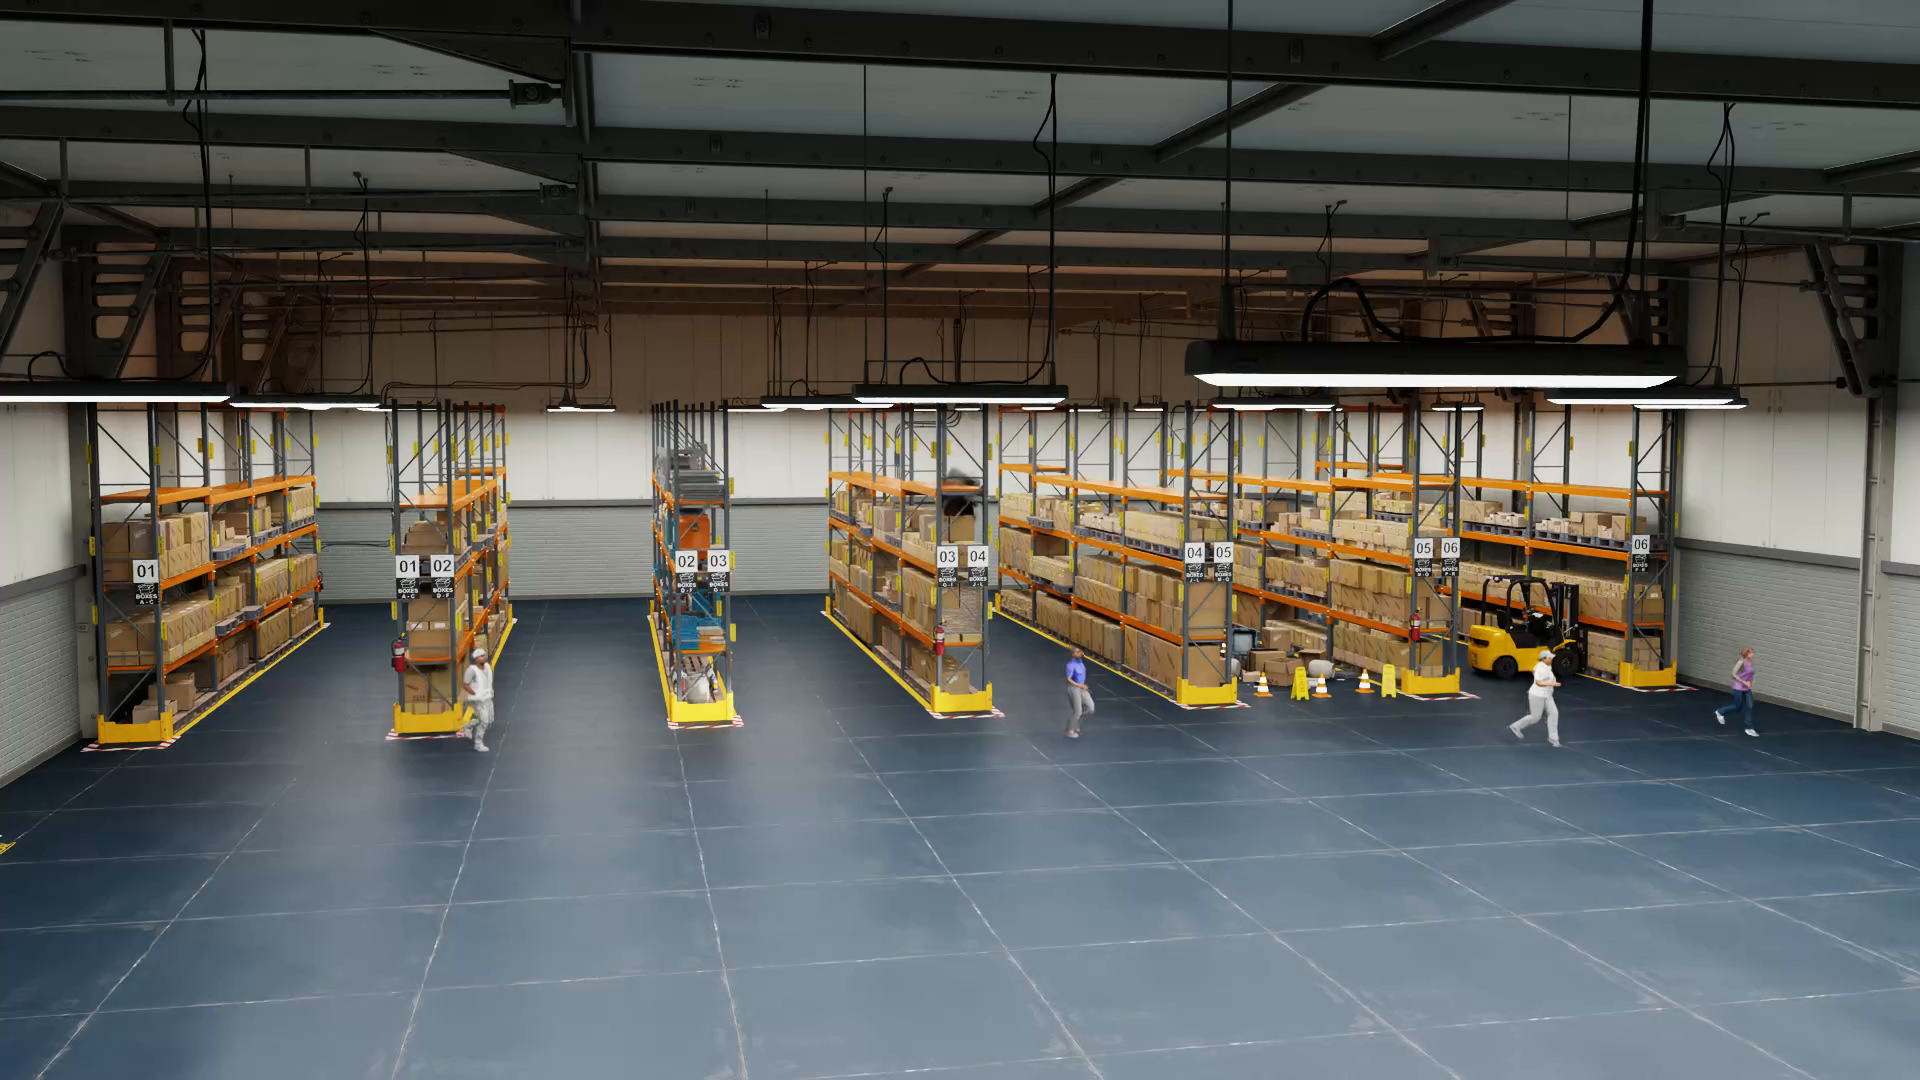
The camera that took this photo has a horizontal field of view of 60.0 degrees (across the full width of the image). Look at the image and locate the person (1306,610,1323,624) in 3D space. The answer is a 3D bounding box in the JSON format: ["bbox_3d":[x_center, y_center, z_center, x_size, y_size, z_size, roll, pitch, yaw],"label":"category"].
[{"bbox_3d":[9.540,1.451,44.822,0.687,1.789,1.054,-1,4,-13],"label":"person"}]

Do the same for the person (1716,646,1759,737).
[{"bbox_3d":[14.010,2.694,29.866,0.566,1.580,0.868,-3,5,-32],"label":"person"}]

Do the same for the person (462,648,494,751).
[{"bbox_3d":[-8.251,2.719,28.430,0.679,1.757,0.697,2,5,22],"label":"person"}]

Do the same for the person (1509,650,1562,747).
[{"bbox_3d":[10.022,2.756,28.847,0.909,1.708,0.619,3,5,35],"label":"person"}]

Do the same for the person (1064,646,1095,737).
[{"bbox_3d":[2.106,2.691,29.548,0.542,1.616,0.581,3,5,35],"label":"person"}]
